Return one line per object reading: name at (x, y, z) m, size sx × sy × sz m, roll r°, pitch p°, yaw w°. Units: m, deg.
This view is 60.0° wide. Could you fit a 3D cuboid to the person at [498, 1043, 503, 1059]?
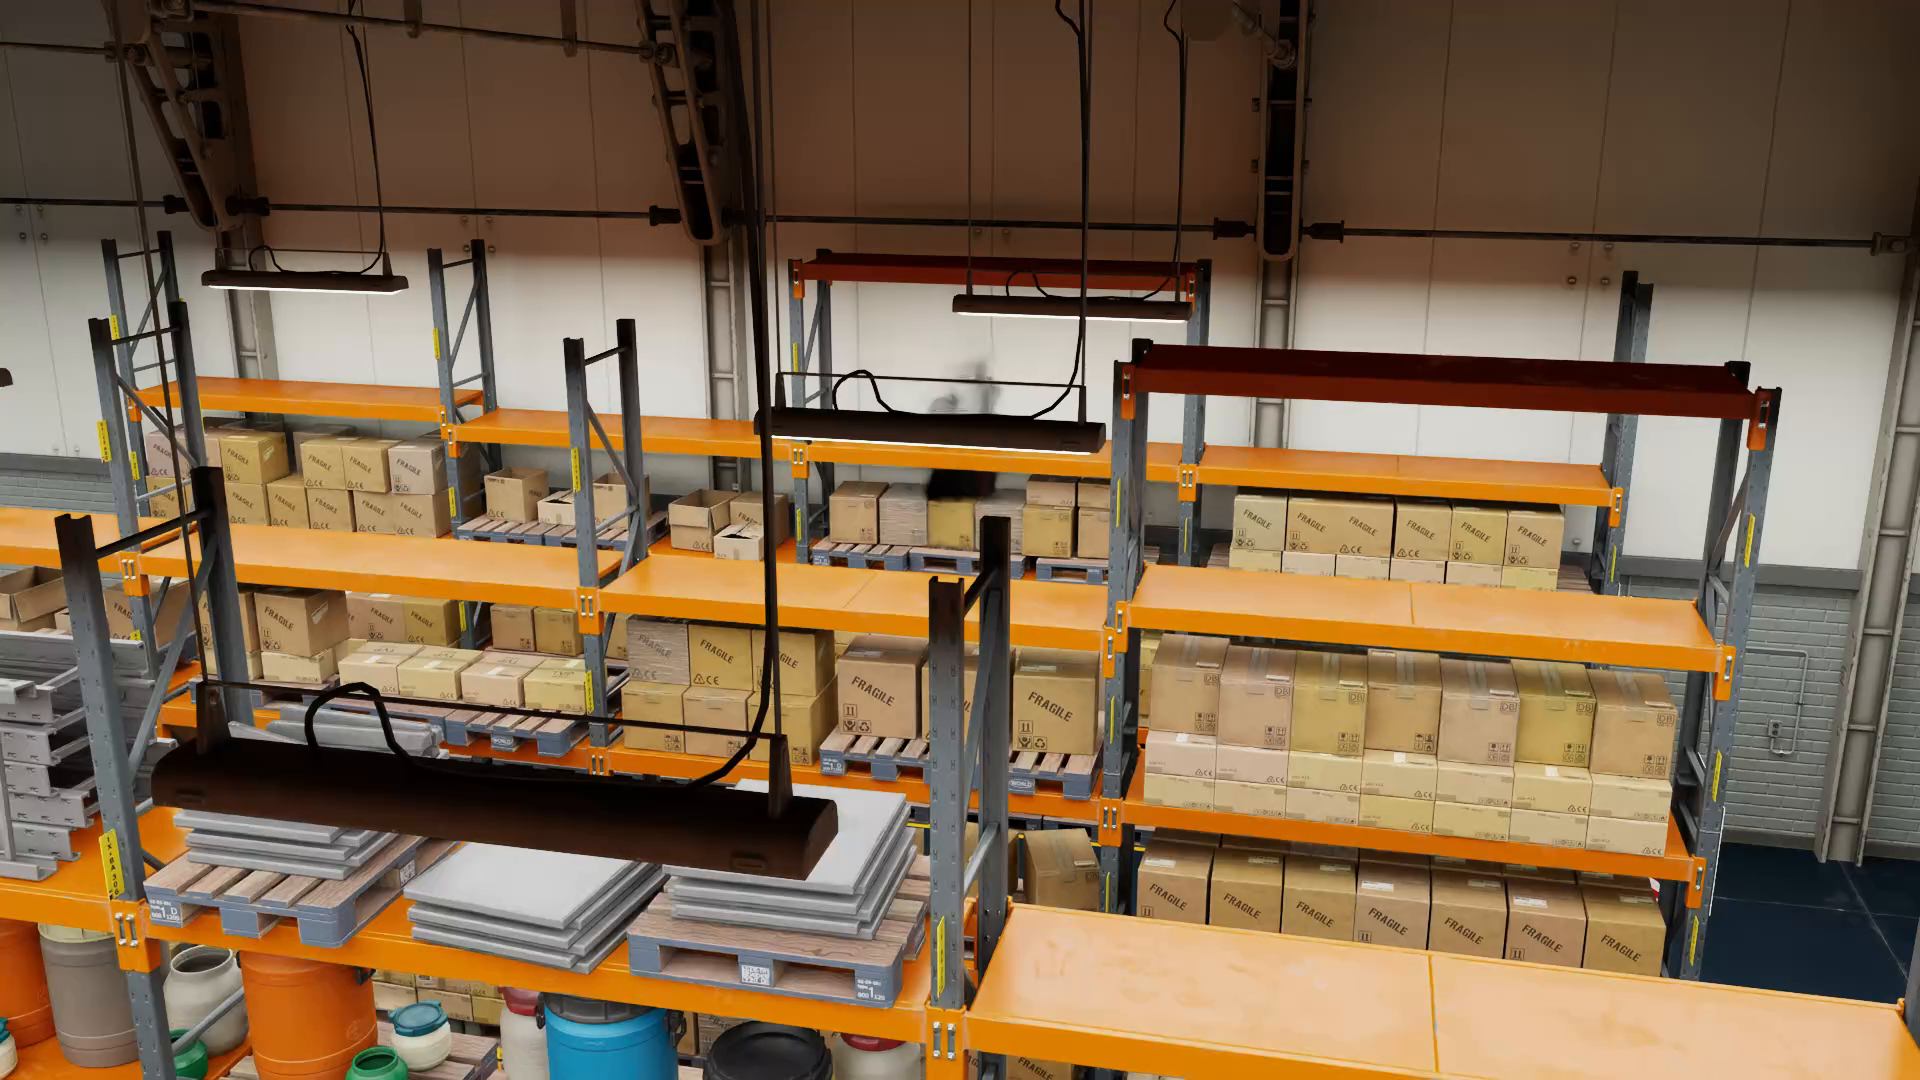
person at (-2.989, 4.107, 11.392) m, size 0.698 × 1.710 × 0.556 m, roll 3°, pitch 17°, yaw 9°
